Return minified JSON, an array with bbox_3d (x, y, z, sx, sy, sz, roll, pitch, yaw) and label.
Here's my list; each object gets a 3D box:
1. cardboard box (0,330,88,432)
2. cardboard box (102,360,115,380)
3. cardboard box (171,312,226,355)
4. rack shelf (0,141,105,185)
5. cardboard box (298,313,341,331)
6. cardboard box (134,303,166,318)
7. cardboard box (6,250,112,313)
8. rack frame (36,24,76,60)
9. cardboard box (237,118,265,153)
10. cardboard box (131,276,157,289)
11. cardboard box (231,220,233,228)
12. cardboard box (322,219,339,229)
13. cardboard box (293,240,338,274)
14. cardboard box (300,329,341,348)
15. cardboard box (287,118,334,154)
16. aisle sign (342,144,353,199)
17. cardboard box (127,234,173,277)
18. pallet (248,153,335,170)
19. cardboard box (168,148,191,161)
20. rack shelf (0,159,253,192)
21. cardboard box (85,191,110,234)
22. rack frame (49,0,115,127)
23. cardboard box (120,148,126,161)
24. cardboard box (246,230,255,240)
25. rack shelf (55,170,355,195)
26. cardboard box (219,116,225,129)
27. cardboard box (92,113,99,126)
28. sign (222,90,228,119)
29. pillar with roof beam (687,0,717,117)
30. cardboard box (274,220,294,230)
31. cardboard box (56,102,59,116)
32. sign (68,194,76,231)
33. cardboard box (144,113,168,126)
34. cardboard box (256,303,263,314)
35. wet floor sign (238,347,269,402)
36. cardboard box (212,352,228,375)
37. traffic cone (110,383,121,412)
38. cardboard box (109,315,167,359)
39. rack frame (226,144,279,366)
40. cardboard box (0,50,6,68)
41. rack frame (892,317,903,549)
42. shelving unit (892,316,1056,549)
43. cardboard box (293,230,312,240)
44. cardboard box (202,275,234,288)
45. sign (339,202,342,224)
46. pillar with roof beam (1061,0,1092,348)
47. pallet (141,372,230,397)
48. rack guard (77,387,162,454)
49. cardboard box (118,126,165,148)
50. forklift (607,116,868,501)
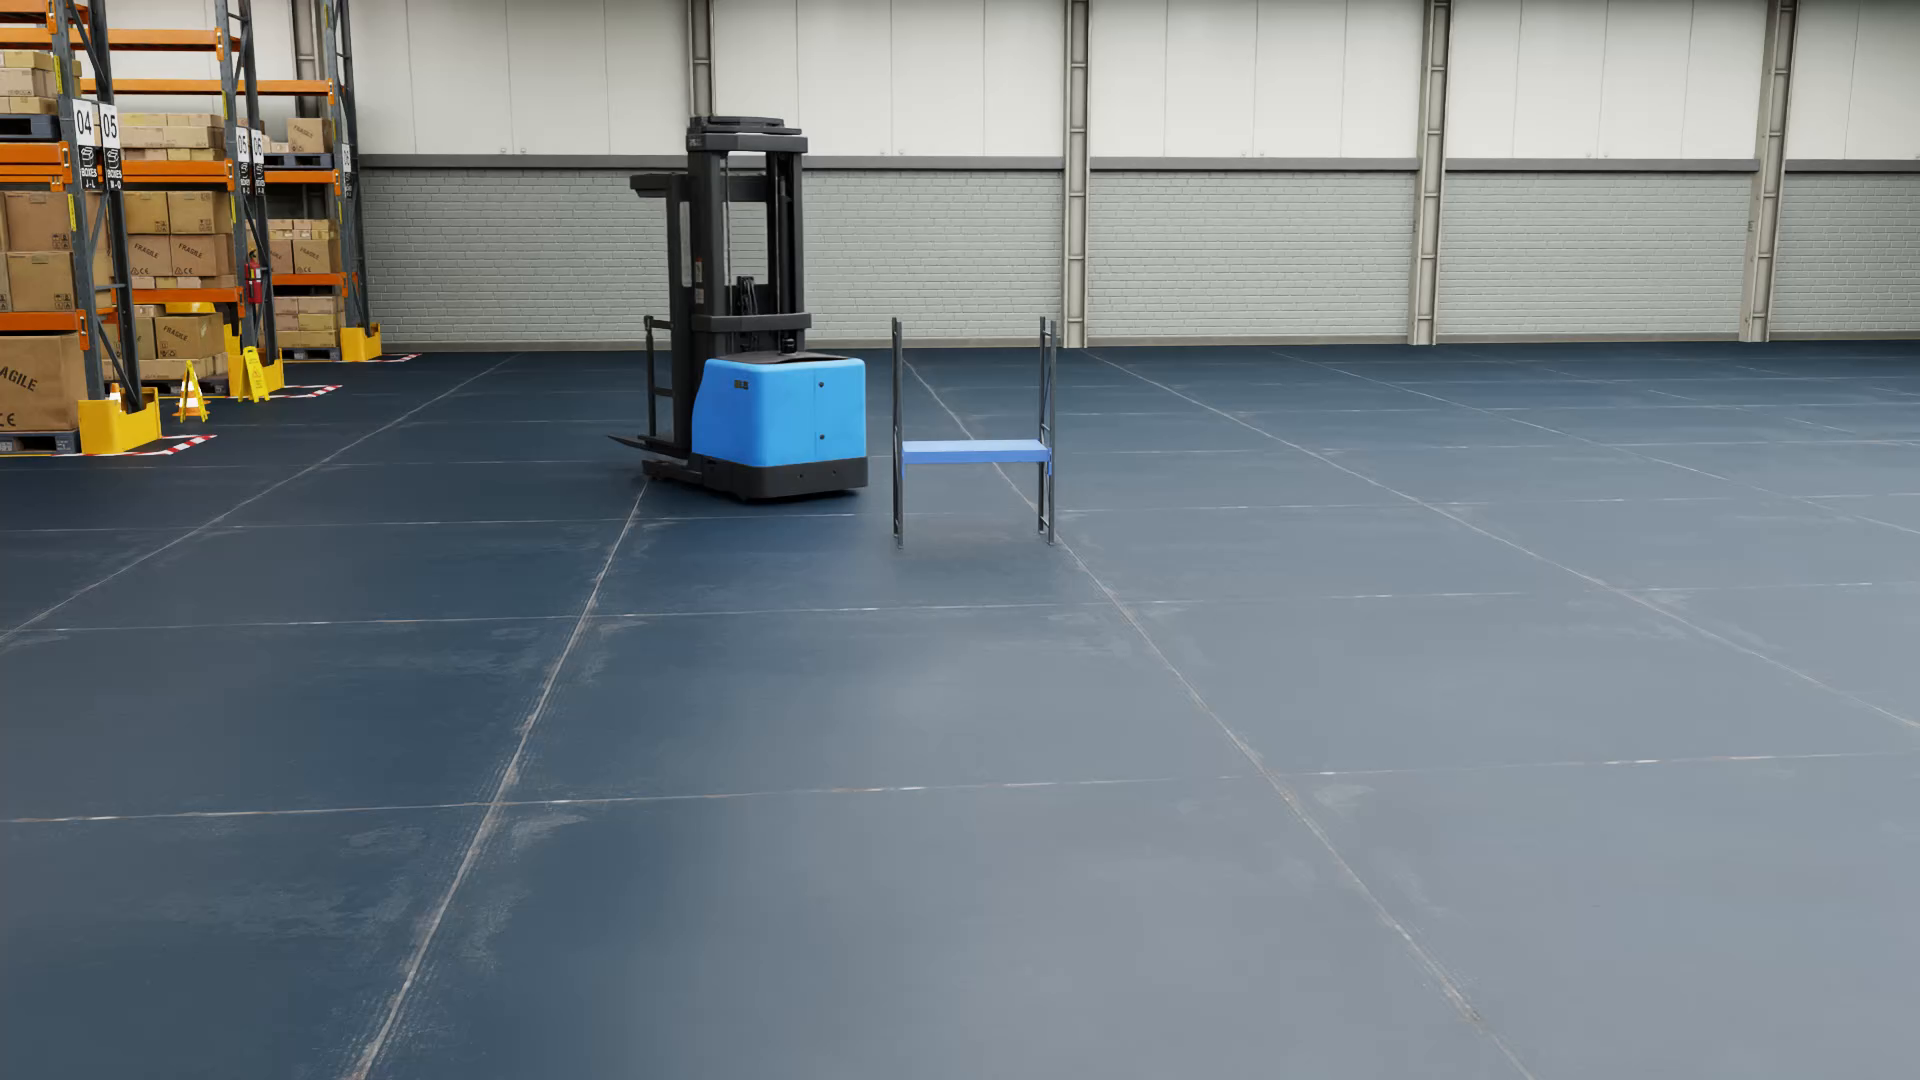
[{"bbox_3d":[-8.735,-1.516,15.721,0.875,0.875,0.875,-1,11,-6],"label":"cardboard box"},{"bbox_3d":[-10.513,-2.093,20.280,0.500,0.250,0.500,-2,11,-8],"label":"cardboard box"},{"bbox_3d":[-9.558,-2.587,20.845,0.500,0.500,0.500,-2,11,-8],"label":"cardboard box"},{"bbox_3d":[-10.056,-3.456,15.261,4.000,0.370,1.077,-1,11,-6],"label":"rack shelf"},{"bbox_3d":[-9.692,-3.310,25.173,0.500,0.250,0.500,-1,11,-7],"label":"cardboard box"},{"bbox_3d":[-9.829,-2.782,20.157,0.250,0.149,0.380,-1,11,-4],"label":"cardboard box"},{"bbox_3d":[-8.432,-2.436,15.595,0.550,0.550,0.875,-1,11,-6],"label":"cardboard box"},{"bbox_3d":[-13.219,-7.138,24.350,0.127,3.000,1.000,-1,11,-6],"label":"rack frame"},{"bbox_3d":[-10.685,-5.996,24.708,0.500,0.500,0.700,-1,11,-6],"label":"cardboard box"},{"bbox_3d":[-9.801,-3.115,20.089,0.250,0.149,0.380,-1,11,-5],"label":"cardboard box"},{"bbox_3d":[-10.834,-4.698,24.775,0.250,0.149,0.380,-1,11,-5],"label":"cardboard box"},{"bbox_3d":[-9.599,-4.825,25.425,0.250,0.149,0.380,-1,11,-7],"label":"cardboard box"},{"bbox_3d":[-9.703,-4.266,25.035,0.500,0.500,0.500,-1,11,-7],"label":"cardboard box"},{"bbox_3d":[-9.675,-3.065,25.220,0.500,0.250,0.500,-1,11,-6],"label":"cardboard box"},{"bbox_3d":[-9.656,-5.998,24.719,0.500,0.500,0.500,-1,11,-4],"label":"cardboard box"},{"bbox_3d":[-9.145,-5.499,24.822,0.004,0.787,0.394,-1,11,-6],"label":"aisle sign"},{"bbox_3d":[-9.711,-3.448,20.098,0.500,0.500,0.500,-1,11,-6],"label":"cardboard box"},{"bbox_3d":[-9.948,-5.697,25.022,1.213,0.211,1.003,-1,11,-6],"label":"pallet"},{"bbox_3d":[-9.271,-4.602,19.877,0.250,0.149,0.380,-1,11,-6],"label":"cardboard box"},{"bbox_3d":[-10.691,-4.403,20.079,4.000,0.370,1.077,-1,11,-6],"label":"rack shelf"},{"bbox_3d":[-10.187,-3.920,19.909,0.500,0.500,0.700,-1,11,-7],"label":"cardboard box"},{"bbox_3d":[-8.068,-5.323,15.115,0.127,3.000,1.000,-1,11,-6],"label":"rack frame"},{"bbox_3d":[-10.040,-4.596,19.848,0.250,0.149,0.380,-1,11,-7],"label":"cardboard box"},{"bbox_3d":[-10.580,-4.562,24.857,0.250,0.149,0.380,-2,11,-8],"label":"cardboard box"},{"bbox_3d":[-11.231,-5.355,24.921,4.000,0.370,1.077,-1,11,-6],"label":"rack shelf"},{"bbox_3d":[-9.078,-5.098,20.330,0.250,0.149,0.380,-1,11,-6],"label":"cardboard box"},{"bbox_3d":[-10.284,-4.996,19.813,0.250,0.149,0.380,-2,11,-8],"label":"cardboard box"},{"bbox_3d":[-8.663,-5.126,19.593,0.005,0.325,0.100,-1,11,-6],"label":"sign"},{"bbox_3d":[-3.602,-6.679,22.016,0.400,9.000,9.100,-1,11,-6],"label":"pillar with roof beam"},{"bbox_3d":[-10.075,-4.722,24.898,0.250,0.149,0.380,-1,11,-5],"label":"cardboard box"},{"bbox_3d":[-8.443,-4.037,15.654,0.250,0.149,0.380,-1,11,-6],"label":"cardboard box"},{"bbox_3d":[-8.023,-2.959,15.028,0.005,0.325,0.100,-1,11,-6],"label":"sign"},{"bbox_3d":[-9.519,-4.996,19.810,0.250,0.149,0.380,-1,11,-7],"label":"cardboard box"},{"bbox_3d":[-10.674,-3.532,25.005,0.500,0.250,0.500,-1,11,-5],"label":"cardboard box"},{"bbox_3d":[-8.398,-1.970,19.715,0.232,0.644,0.267,3,11,14],"label":"wet floor sign"},{"bbox_3d":[-9.534,-2.219,20.920,0.500,0.250,0.500,-1,11,-7],"label":"cardboard box"},{"bbox_3d":[-8.749,-1.396,17.267,0.334,0.463,0.336,-1,11,-6],"label":"traffic cone"},{"bbox_3d":[-9.989,-2.473,20.266,0.500,0.500,0.500,-1,11,-4],"label":"cardboard box"},{"bbox_3d":[-8.703,-3.326,20.511,0.127,3.000,1.000,-1,11,-6],"label":"rack frame"},{"bbox_3d":[-8.614,-4.297,14.909,0.250,0.149,0.380,-1,11,-6],"label":"cardboard box"},{"bbox_3d":[-0.421,-0.727,11.179,0.032,1.500,0.500,-1,11,-6],"label":"rack frame"},{"bbox_3d":[0.085,-0.738,11.232,1.048,1.500,0.538,-1,11,-6],"label":"shelving unit"},{"bbox_3d":[-9.808,-4.573,24.914,0.250,0.149,0.380,-1,11,-5],"label":"cardboard box"},{"bbox_3d":[-9.051,-3.154,20.287,0.250,0.149,0.380,-1,11,-4],"label":"cardboard box"},{"bbox_3d":[-9.198,-4.858,24.687,0.005,0.325,0.100,-1,11,-6],"label":"sign"},{"bbox_3d":[2.363,-6.804,22.652,0.400,9.000,9.100,-1,11,-6],"label":"pillar with roof beam"},{"bbox_3d":[-9.590,-1.946,20.721,1.213,0.211,1.003,-1,11,-6],"label":"pallet"},{"bbox_3d":[-8.044,-1.153,15.937,0.348,0.500,1.175,-1,11,-6],"label":"rack guard"},{"bbox_3d":[-9.684,-4.800,19.852,0.500,0.250,0.500,-1,11,-7],"label":"cardboard box"},{"bbox_3d":[-2.012,-1.968,13.781,1.130,2.935,3.031,-8,14,-36],"label":"forklift"}]
